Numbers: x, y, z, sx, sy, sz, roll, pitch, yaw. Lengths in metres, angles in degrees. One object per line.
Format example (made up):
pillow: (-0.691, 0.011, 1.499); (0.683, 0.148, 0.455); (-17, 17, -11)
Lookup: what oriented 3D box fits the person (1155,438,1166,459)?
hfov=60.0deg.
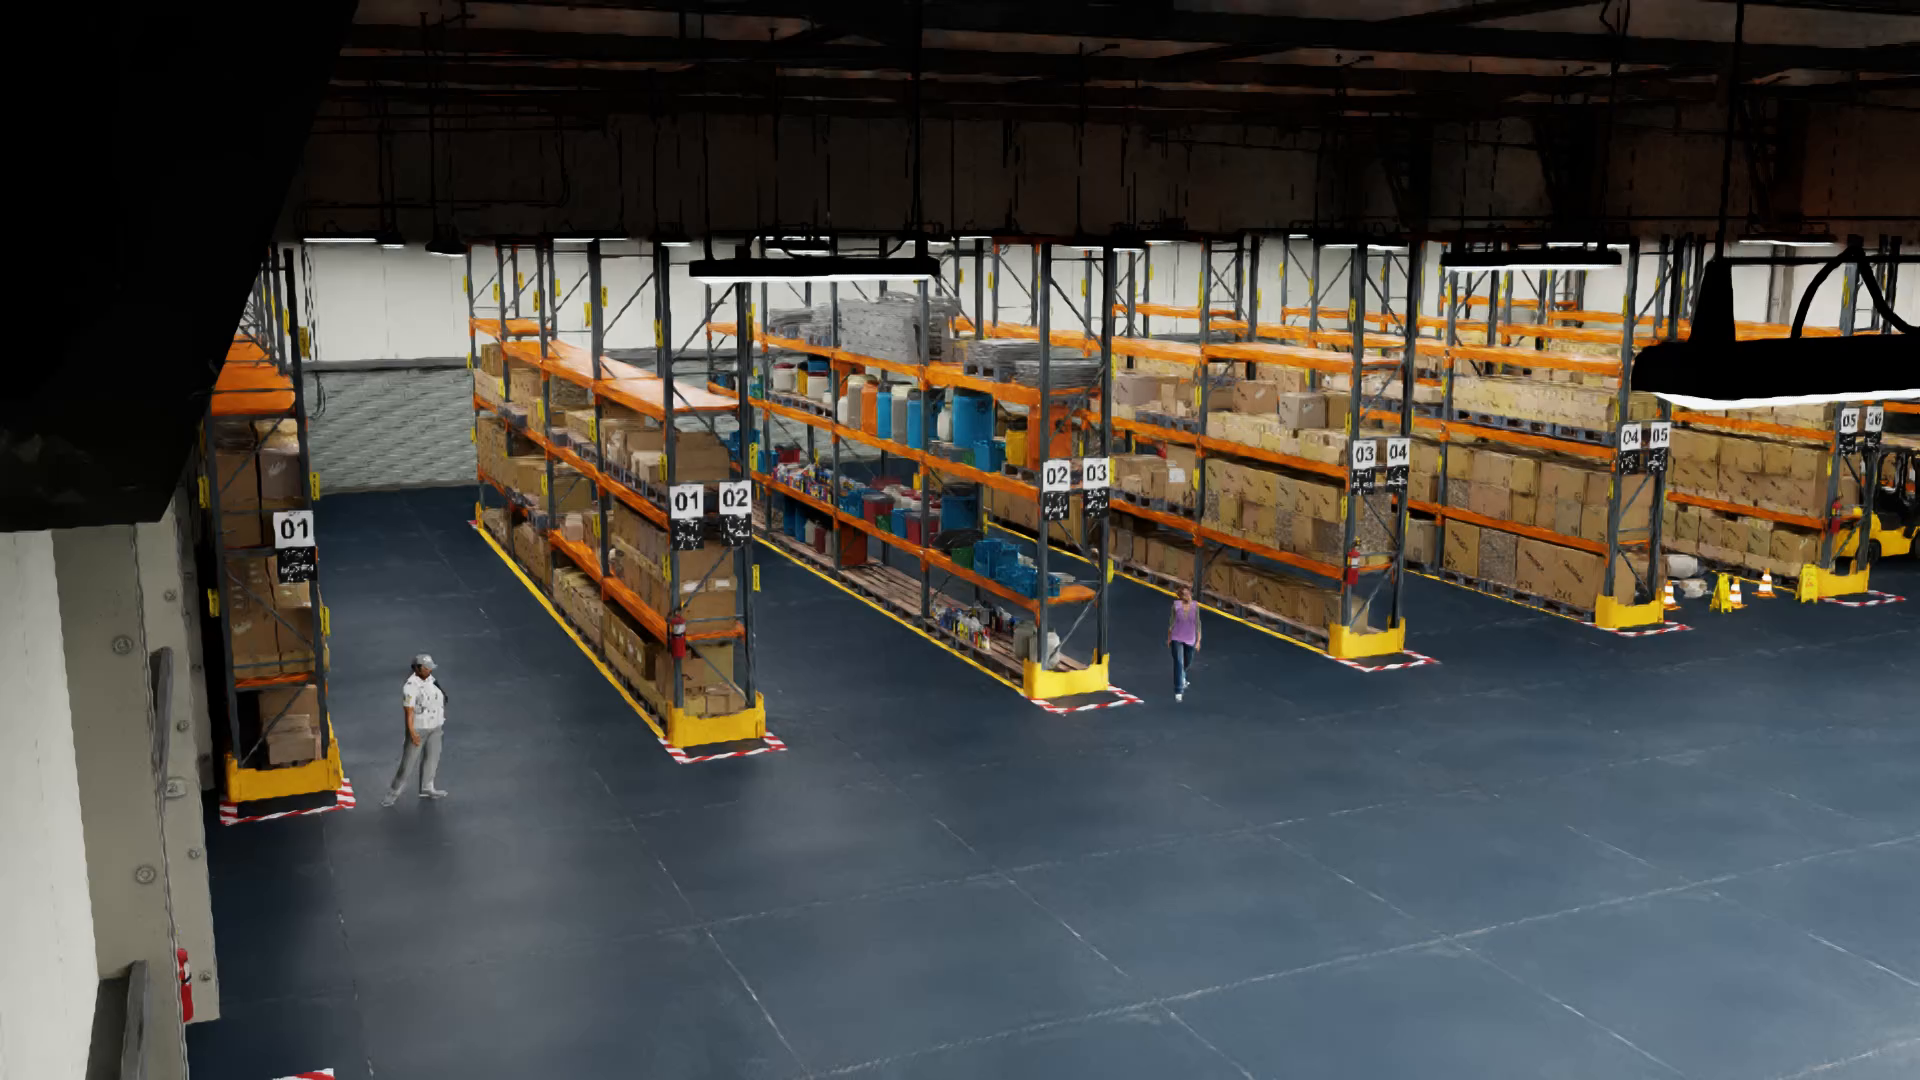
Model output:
person: (4.206, -1.307, 35.267); (0.592, 1.719, 0.668); (0, 11, -2)

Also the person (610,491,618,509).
person: (-6.922, -1.002, 33.776); (0.555, 1.725, 1.029); (-5, 12, -25)

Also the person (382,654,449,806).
person: (-5.971, 2.069, 18.153); (0.531, 1.657, 0.715); (4, 12, 22)

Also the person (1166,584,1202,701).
person: (2.992, 1.318, 22.211); (0.440, 1.542, 0.848); (-1, 11, -7)
